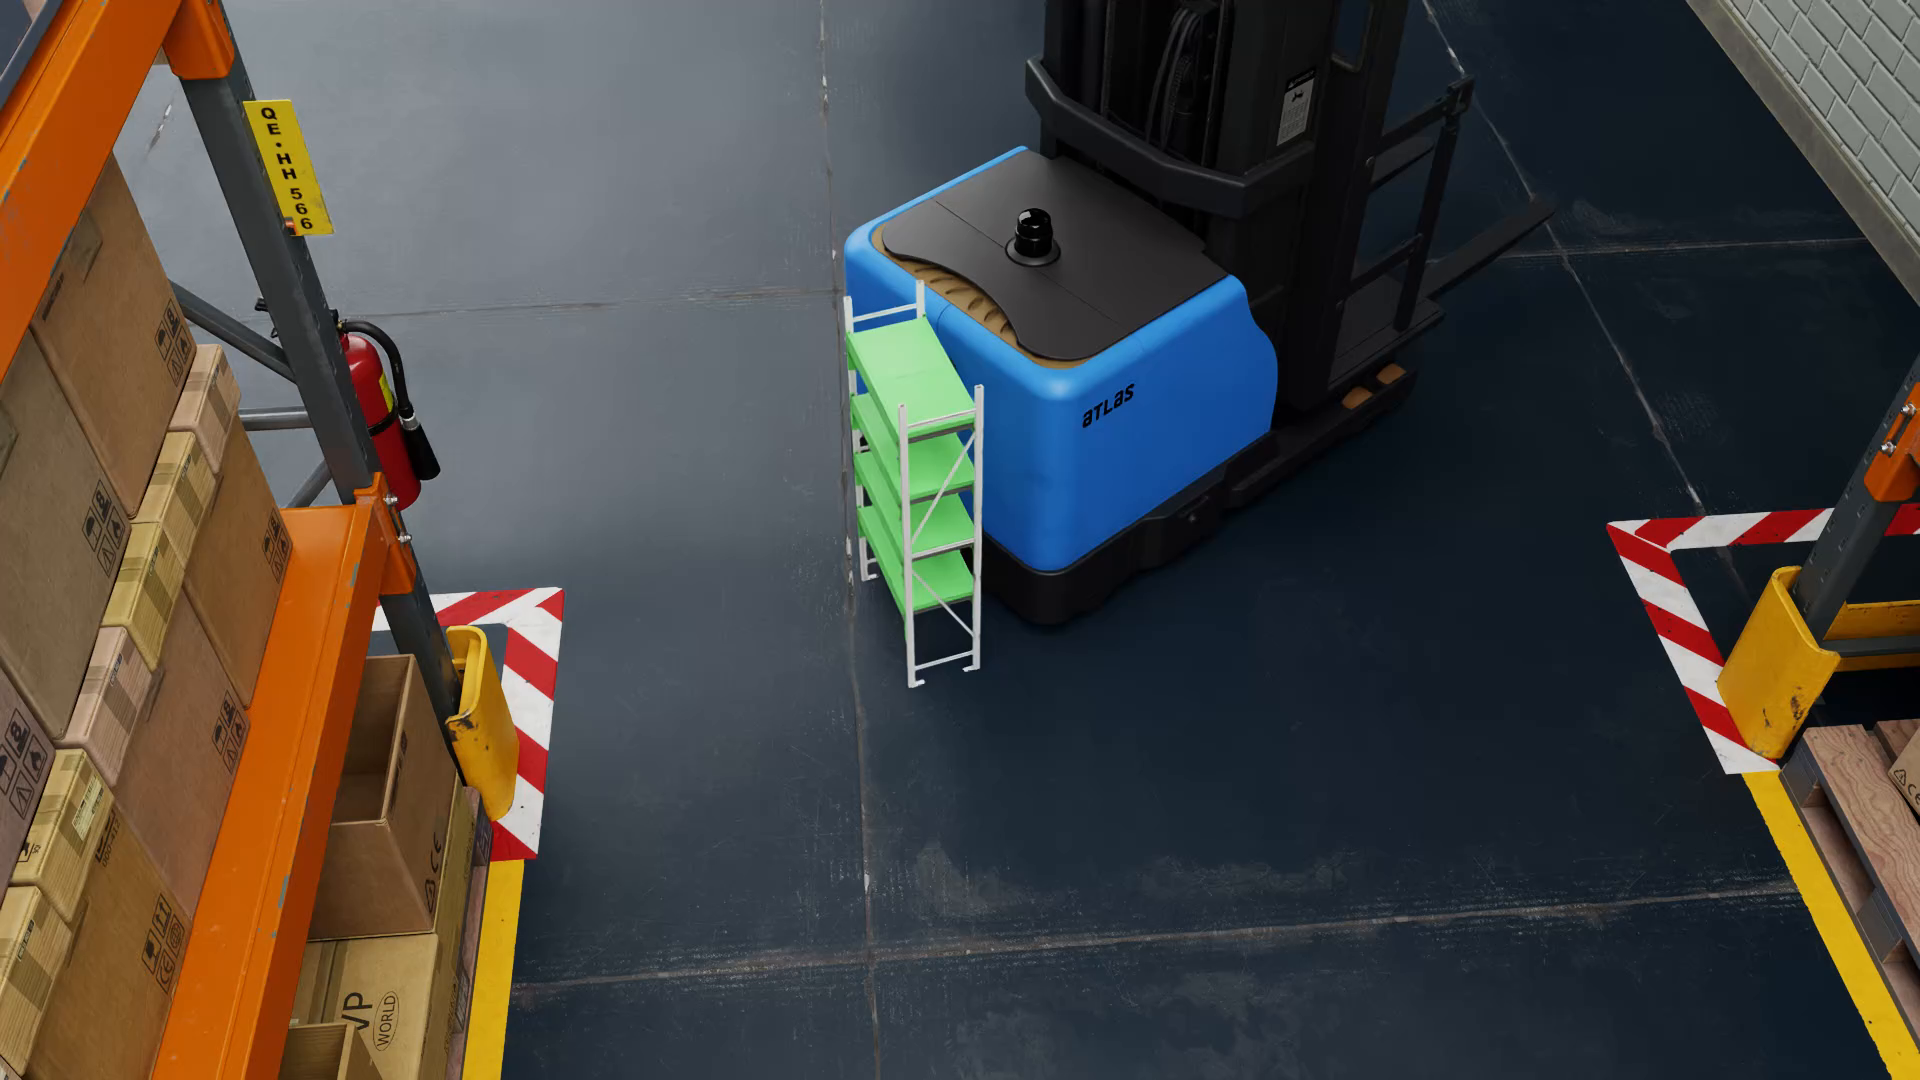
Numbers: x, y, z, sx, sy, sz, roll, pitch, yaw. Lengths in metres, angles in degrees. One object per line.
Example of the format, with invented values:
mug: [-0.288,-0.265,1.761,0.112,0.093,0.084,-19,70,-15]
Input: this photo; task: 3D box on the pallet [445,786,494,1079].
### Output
pallet: [-1.829,1.244,4.426,1.003,0.211,1.213,-3,47,-3]

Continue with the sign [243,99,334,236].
sign: [-1.393,-0.768,3.451,0.100,0.325,0.005,-3,47,-3]

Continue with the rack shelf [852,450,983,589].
rack shelf: [-0.135,-0.096,5.103,0.258,0.148,0.480,-15,48,-14]

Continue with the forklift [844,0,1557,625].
forklift: [1.060,-1.664,5.307,3.031,2.935,1.130,-33,55,-27]

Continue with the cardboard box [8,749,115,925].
cardboard box: [-1.627,0.489,2.706,0.380,0.149,0.250,-2,47,-2]

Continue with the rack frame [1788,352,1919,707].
rack frame: [3.001,-0.569,4.223,1.000,3.000,0.127,-3,47,-3]

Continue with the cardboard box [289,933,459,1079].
cardboard box: [-1.542,1.267,4.089,0.500,0.250,0.500,-3,47,-3]

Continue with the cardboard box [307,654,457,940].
cardboard box: [-1.594,0.648,4.158,0.500,0.500,0.500,-3,47,-3]

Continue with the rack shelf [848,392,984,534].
rack shelf: [-0.135,-0.261,4.928,0.258,0.148,0.480,-15,48,-14]

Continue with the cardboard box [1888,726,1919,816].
cardboard box: [2.969,0.710,4.560,0.500,0.311,0.500,-8,47,-8]

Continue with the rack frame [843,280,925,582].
rack frame: [-0.219,-0.306,5.214,0.240,1.200,0.015,-15,48,-14]

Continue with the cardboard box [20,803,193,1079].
cardboard box: [-1.824,0.778,2.878,0.700,0.500,0.500,-3,47,-3]

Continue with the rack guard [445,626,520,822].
rack guard: [-1.937,0.577,4.859,1.175,0.500,0.348,-3,47,-3]

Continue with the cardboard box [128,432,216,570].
cardboard box: [-1.690,-0.069,3.233,0.380,0.149,0.250,-2,47,-2]

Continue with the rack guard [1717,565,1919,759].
rack guard: [3.007,0.345,5.078,1.175,0.500,0.348,-3,47,-3]

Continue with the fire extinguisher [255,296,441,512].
fire extinguisher: [-1.482,-0.352,4.071,0.296,0.674,0.183,-3,47,-3]

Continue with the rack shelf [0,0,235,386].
rack shelf: [-1.768,0.398,1.737,1.077,0.370,4.000,-3,47,-3]

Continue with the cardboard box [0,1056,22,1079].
cardboard box: [-1.581,0.864,2.350,0.380,0.149,0.250,-4,47,-4]

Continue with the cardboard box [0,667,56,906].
cardboard box: [-1.812,0.376,2.366,0.700,0.500,0.500,-3,47,-3]

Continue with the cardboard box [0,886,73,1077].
cardboard box: [-1.603,0.679,2.525,0.380,0.149,0.250,-2,47,-2]

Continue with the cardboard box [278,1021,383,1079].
cardboard box: [-1.495,1.371,3.474,0.500,0.500,0.500,-3,47,-3]

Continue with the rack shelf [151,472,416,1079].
rack shelf: [-1.768,1.429,2.826,1.077,0.370,4.000,-3,47,-3]

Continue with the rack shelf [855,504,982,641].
rack shelf: [-0.135,0.069,5.277,0.258,0.148,0.480,-15,48,-14]

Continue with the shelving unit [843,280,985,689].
shelving unit: [-0.135,-0.140,5.056,0.258,1.200,0.503,-15,48,-14]

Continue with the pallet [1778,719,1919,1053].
pallet: [3.040,1.035,4.625,1.003,0.211,1.213,-3,47,-3]

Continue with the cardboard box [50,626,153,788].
cardboard box: [-1.650,0.299,2.886,0.380,0.149,0.250,-3,47,-3]

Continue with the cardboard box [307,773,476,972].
cardboard box: [-1.596,0.906,4.431,0.500,0.250,0.500,-3,47,-3]

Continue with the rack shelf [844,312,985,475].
rack shelf: [-0.135,-0.426,4.754,0.258,0.148,0.480,-15,48,-14]

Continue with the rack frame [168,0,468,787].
rack frame: [-1.935,-0.265,3.935,1.000,3.000,0.127,-3,47,-3]

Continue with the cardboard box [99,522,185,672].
cardboard box: [-1.668,0.116,3.058,0.380,0.149,0.250,-4,47,-4]

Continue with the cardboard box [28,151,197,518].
cardboard box: [-1.904,-0.369,3.071,0.700,0.500,0.500,-3,47,-3]

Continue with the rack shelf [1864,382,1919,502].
rack shelf: [3.168,1.125,3.114,1.077,0.370,4.000,-3,47,-3]

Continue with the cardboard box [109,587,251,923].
cardboard box: [-1.860,0.419,3.219,0.700,0.500,0.500,-2,47,-2]

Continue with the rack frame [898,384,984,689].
rack frame: [-0.051,0.026,4.899,0.240,1.200,0.015,-15,48,-14]

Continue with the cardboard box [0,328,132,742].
cardboard box: [-1.855,0.011,2.711,0.700,0.500,0.500,-5,47,-4]

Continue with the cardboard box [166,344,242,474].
cardboard box: [-1.713,-0.258,3.413,0.380,0.149,0.250,-4,47,-4]

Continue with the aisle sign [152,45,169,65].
aisle sign: [-1.648,-1.225,3.053,0.394,0.787,0.004,-3,47,-3]

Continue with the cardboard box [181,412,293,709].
cardboard box: [-1.909,0.039,3.578,0.700,0.500,0.500,-3,47,-3]
